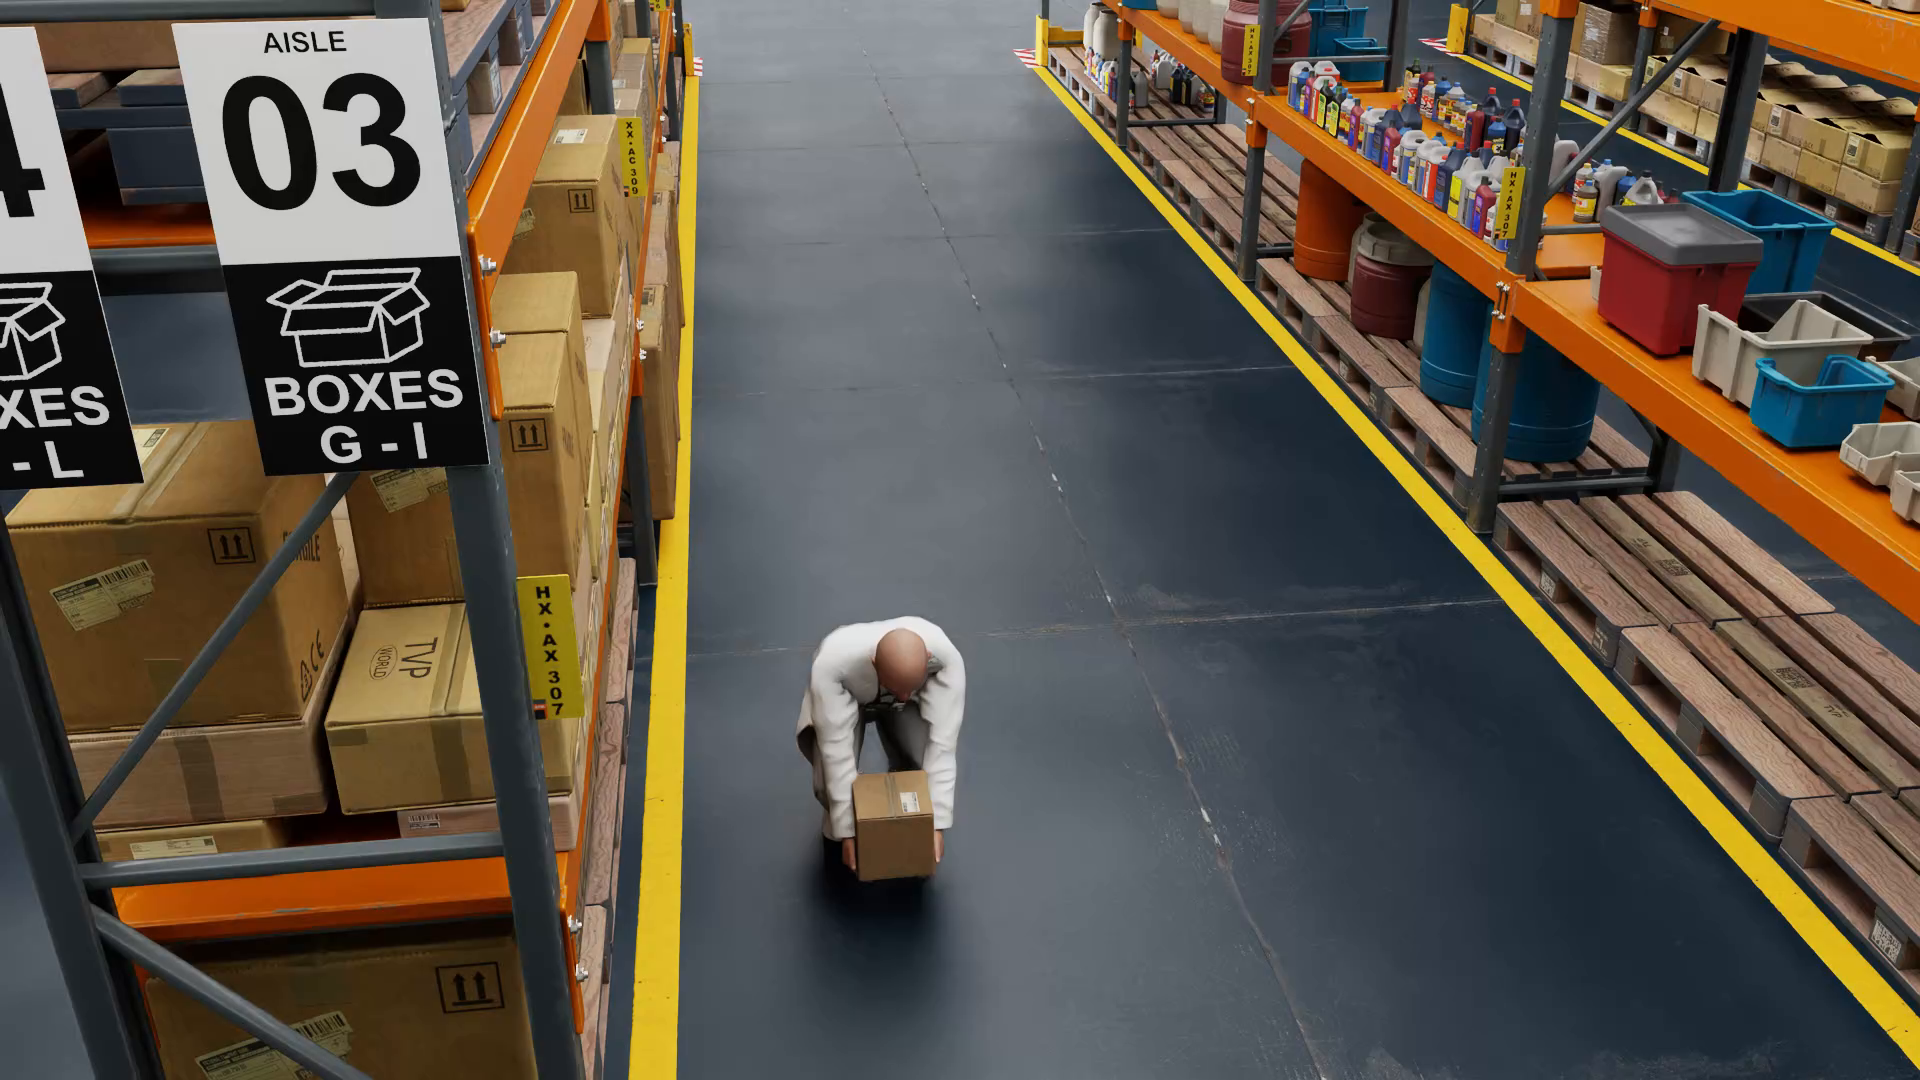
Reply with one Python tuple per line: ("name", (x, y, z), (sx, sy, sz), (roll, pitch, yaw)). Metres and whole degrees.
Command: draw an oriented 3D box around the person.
("person", (-0.279, 0.641, 5.750), (0.582, 0.986, 0.925), (-4, 27, -8))
